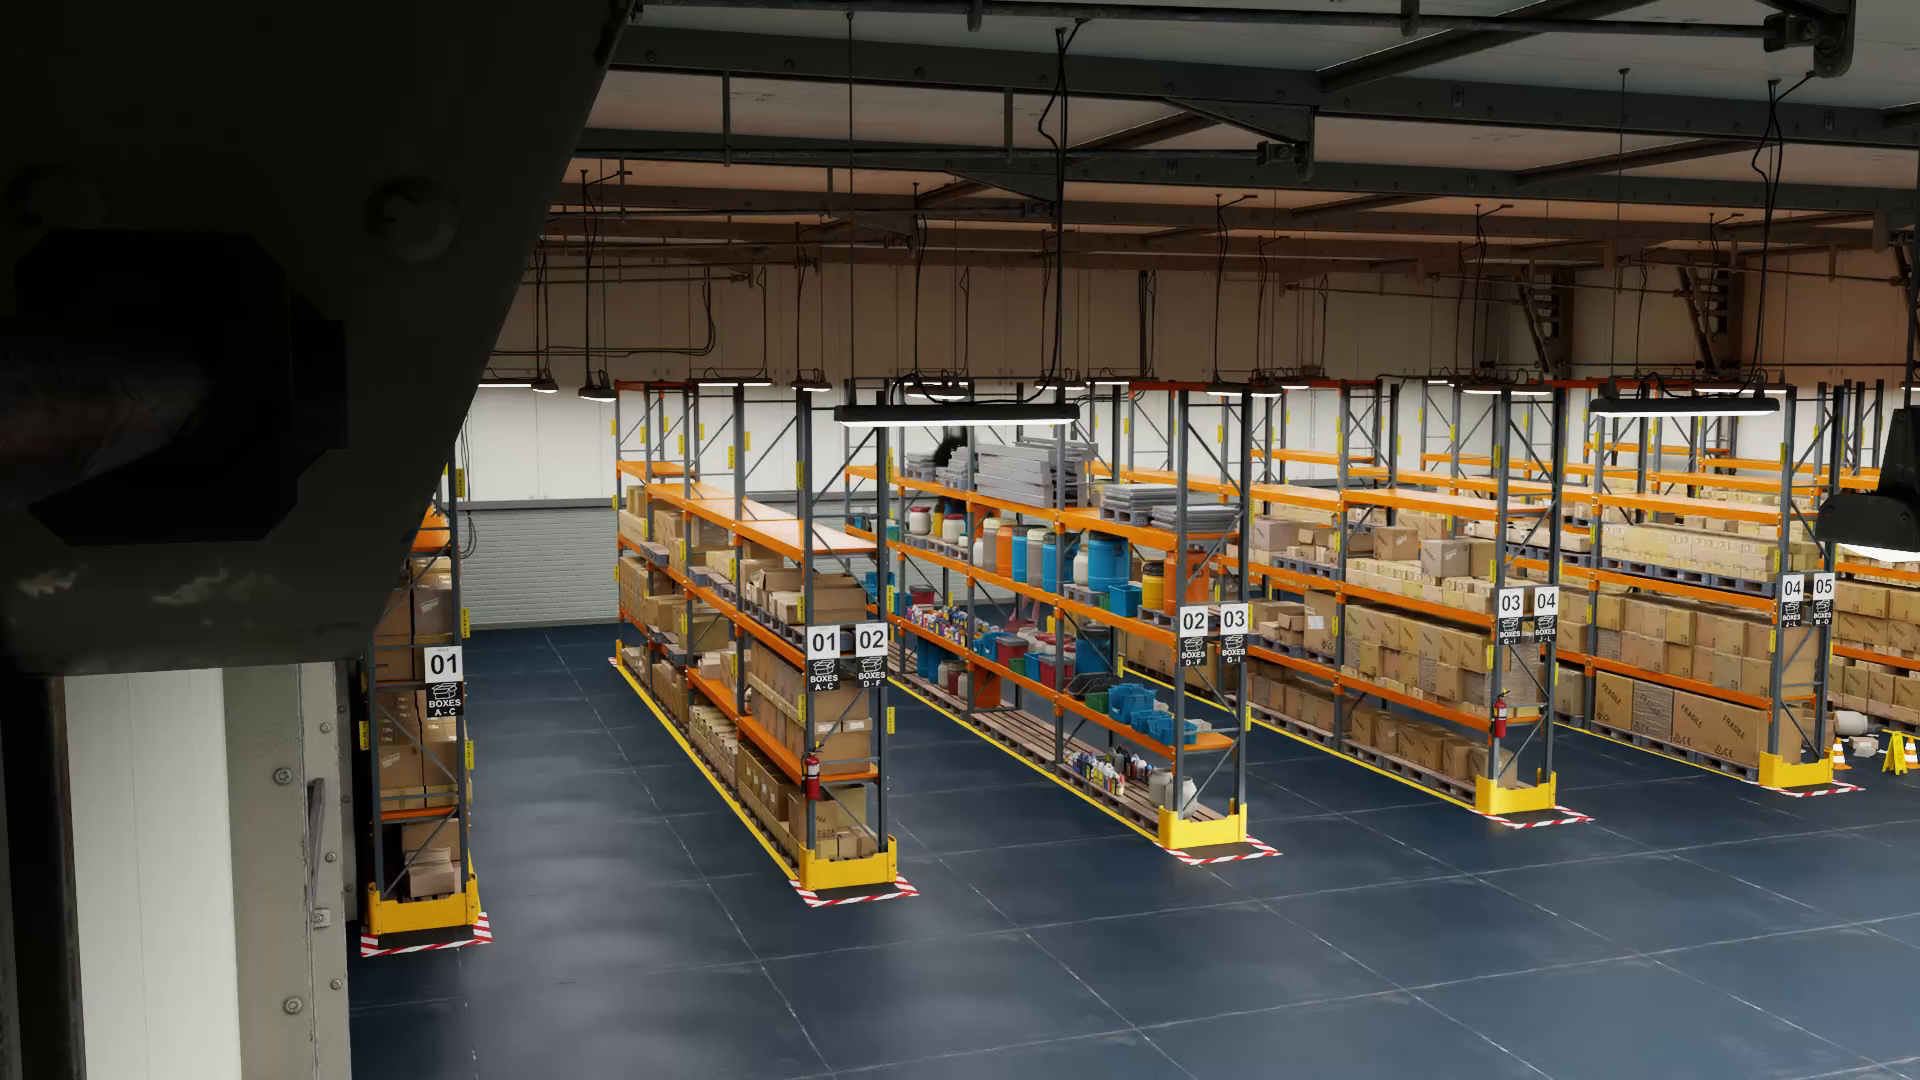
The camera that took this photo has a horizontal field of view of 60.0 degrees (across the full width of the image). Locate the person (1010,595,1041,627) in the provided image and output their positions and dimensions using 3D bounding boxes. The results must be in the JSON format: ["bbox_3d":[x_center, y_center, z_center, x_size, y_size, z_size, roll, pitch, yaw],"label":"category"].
[{"bbox_3d":[1.597,1.279,40.134,0.821,1.725,0.561,0,6,2],"label":"person"}]

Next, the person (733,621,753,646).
[{"bbox_3d":[-4.609,1.769,35.094,0.686,1.727,0.823,-3,7,-29],"label":"person"}]

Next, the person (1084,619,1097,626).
[{"bbox_3d":[2.485,2.273,30.642,0.605,1.659,0.538,-3,7,-27],"label":"person"}]
